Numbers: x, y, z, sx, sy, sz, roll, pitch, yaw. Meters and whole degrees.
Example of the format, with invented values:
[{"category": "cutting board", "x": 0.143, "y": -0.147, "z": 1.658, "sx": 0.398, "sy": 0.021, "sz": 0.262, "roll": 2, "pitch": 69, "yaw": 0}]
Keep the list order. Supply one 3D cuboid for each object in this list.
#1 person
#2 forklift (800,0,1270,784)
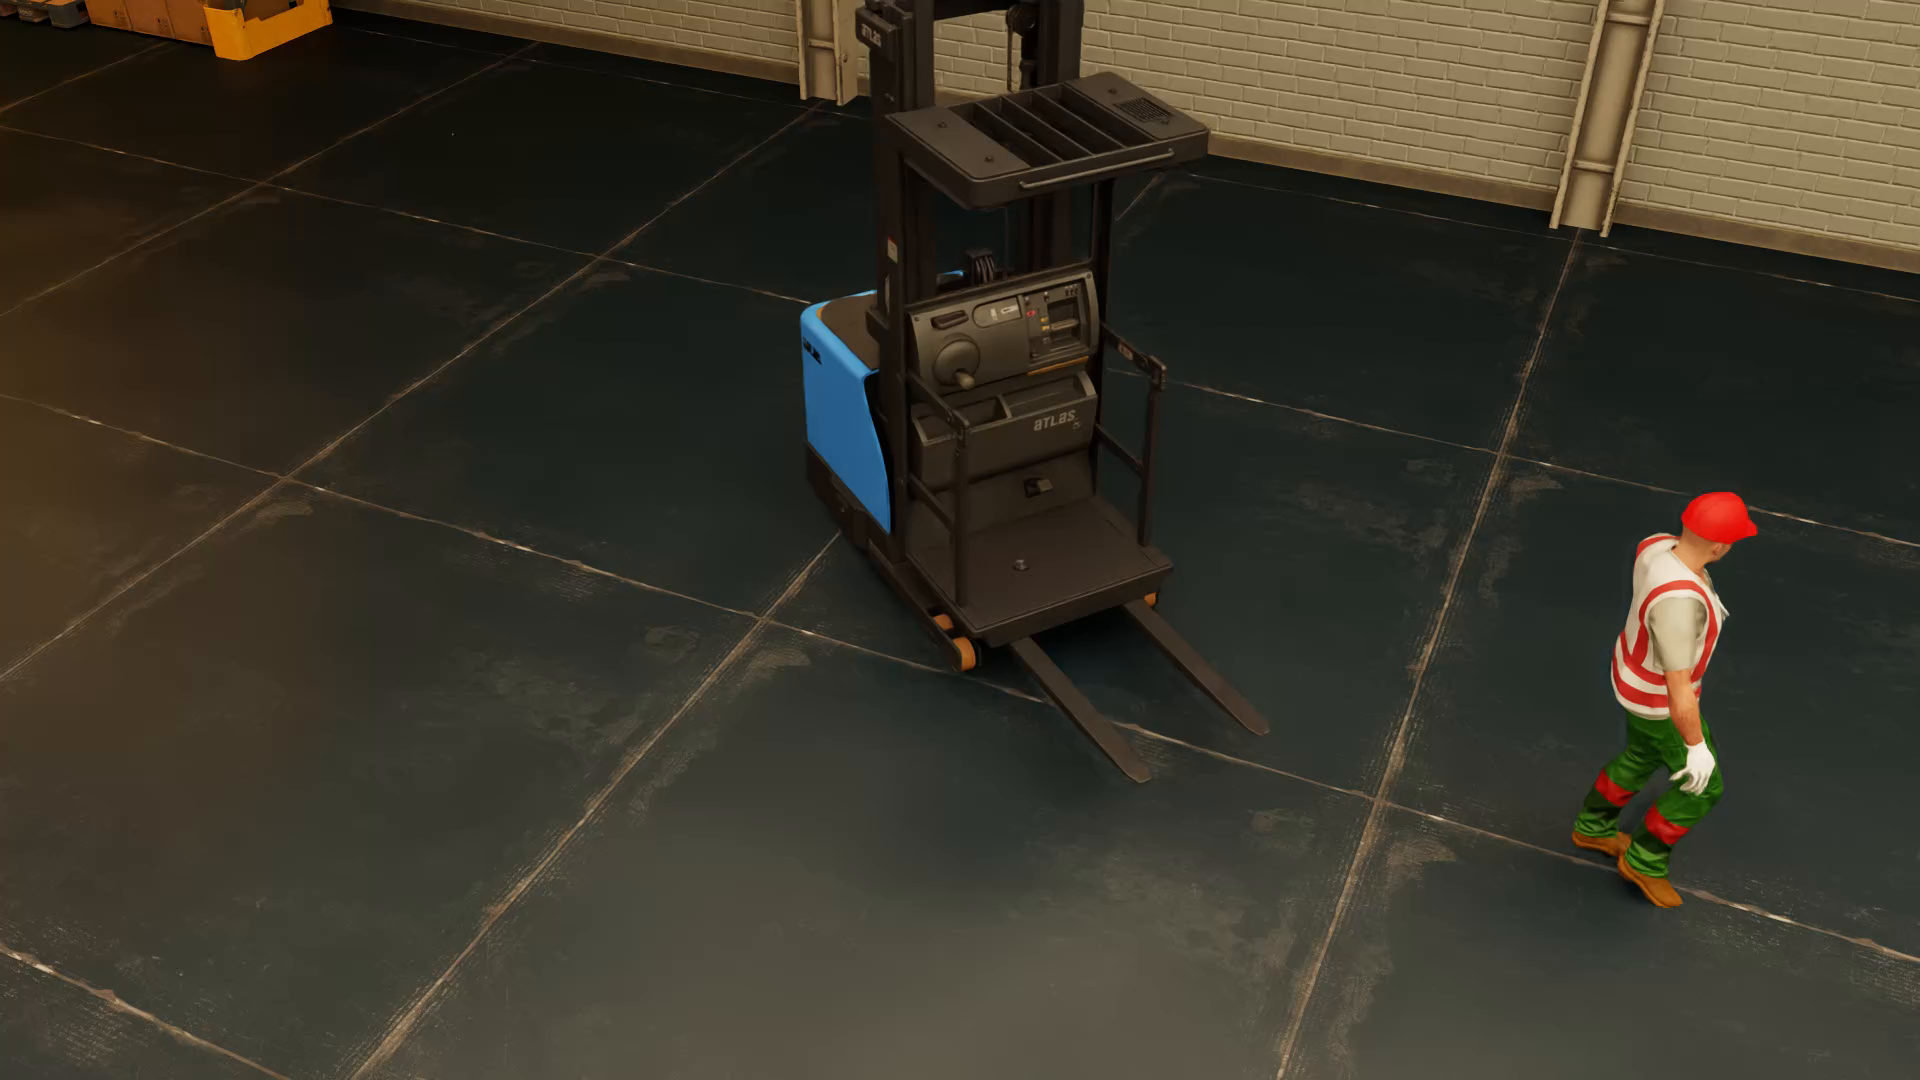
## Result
[{"category": "person", "x": 2.699, "y": 0.584, "z": 6.307, "sx": 0.478, "sy": 1.797, "sz": 0.944, "roll": 9, "pitch": 36, "yaw": 12}, {"category": "forklift", "x": 0.313, "y": -0.879, "z": 7.319, "sx": 1.130, "sy": 2.935, "sz": 3.031, "roll": -17, "pitch": 39, "yaw": -23}]
